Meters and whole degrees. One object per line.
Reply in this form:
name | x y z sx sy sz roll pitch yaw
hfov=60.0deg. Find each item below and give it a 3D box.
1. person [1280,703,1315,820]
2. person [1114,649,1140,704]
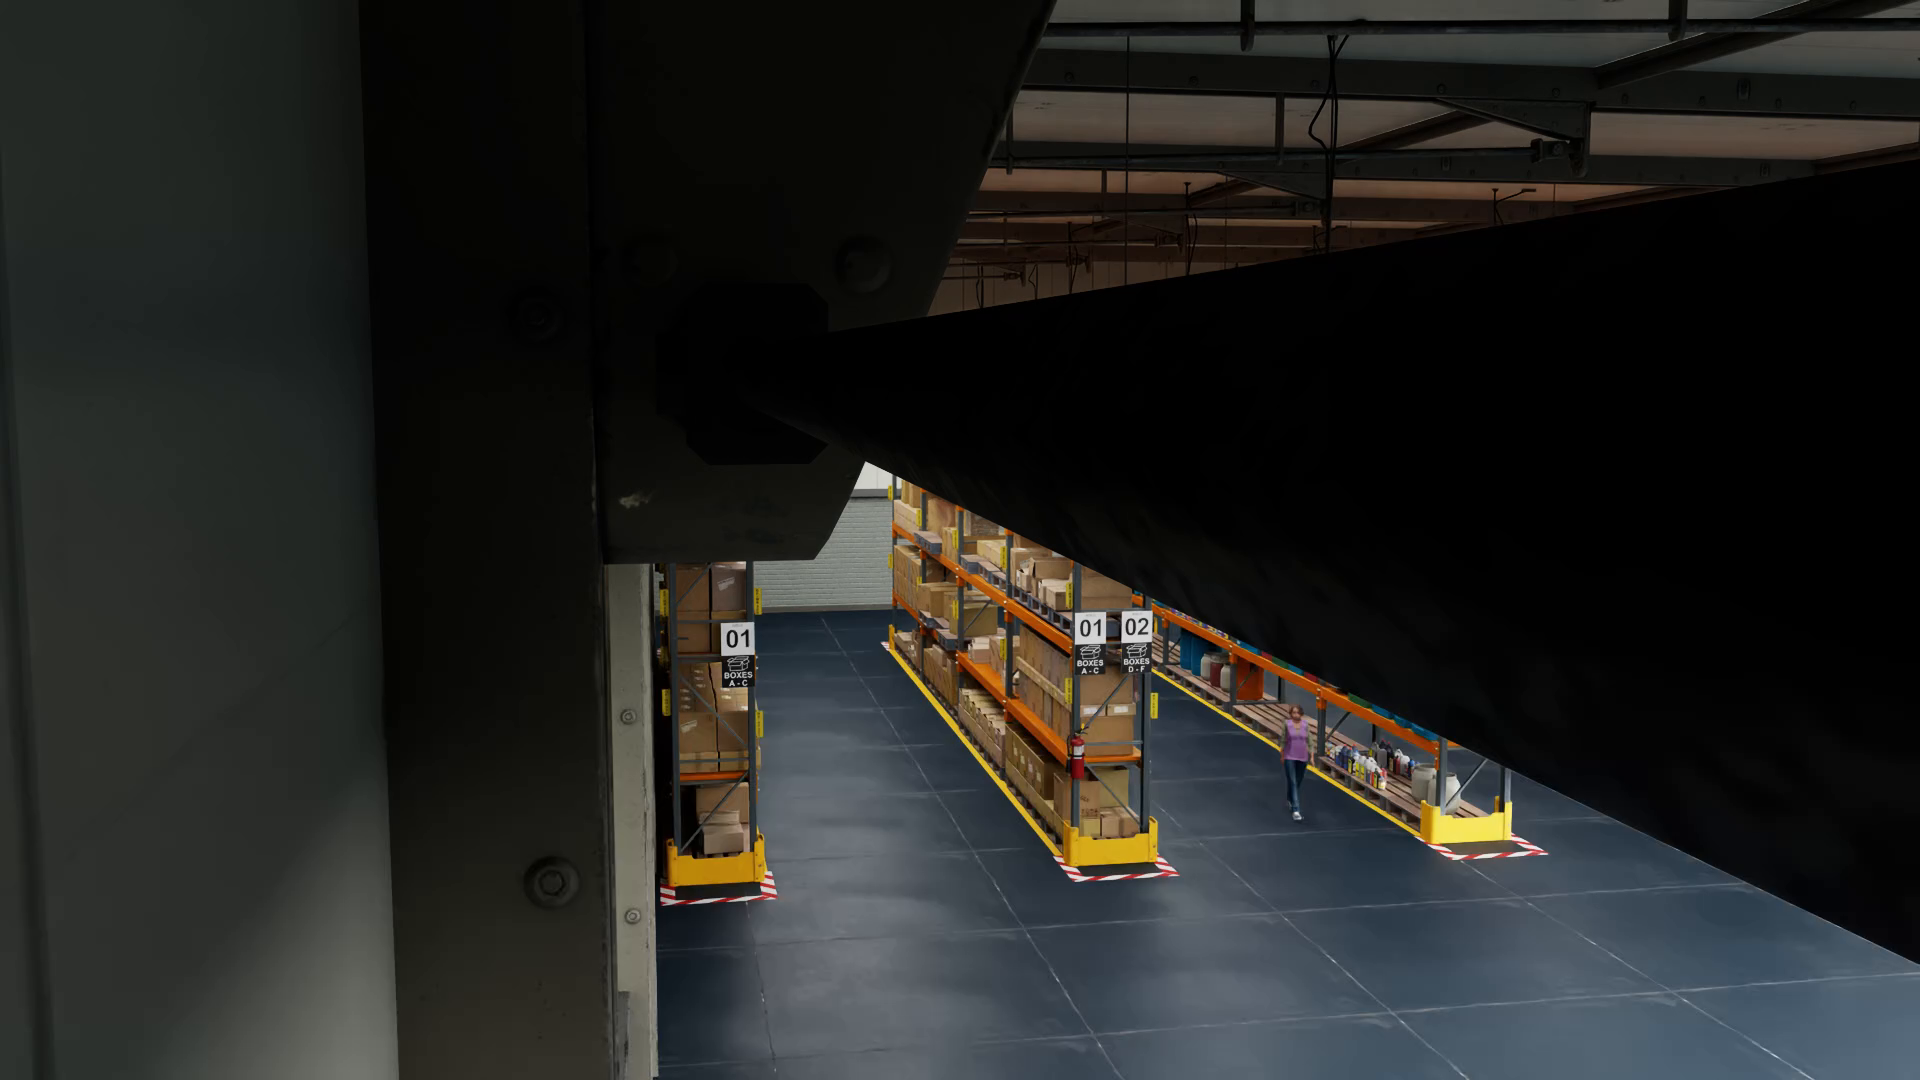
person | 4.692 3.043 23.081 0.434 1.552 0.884 0 6 -3
person | 2.621 2.547 27.063 0.593 1.827 0.815 -1 6 -8
